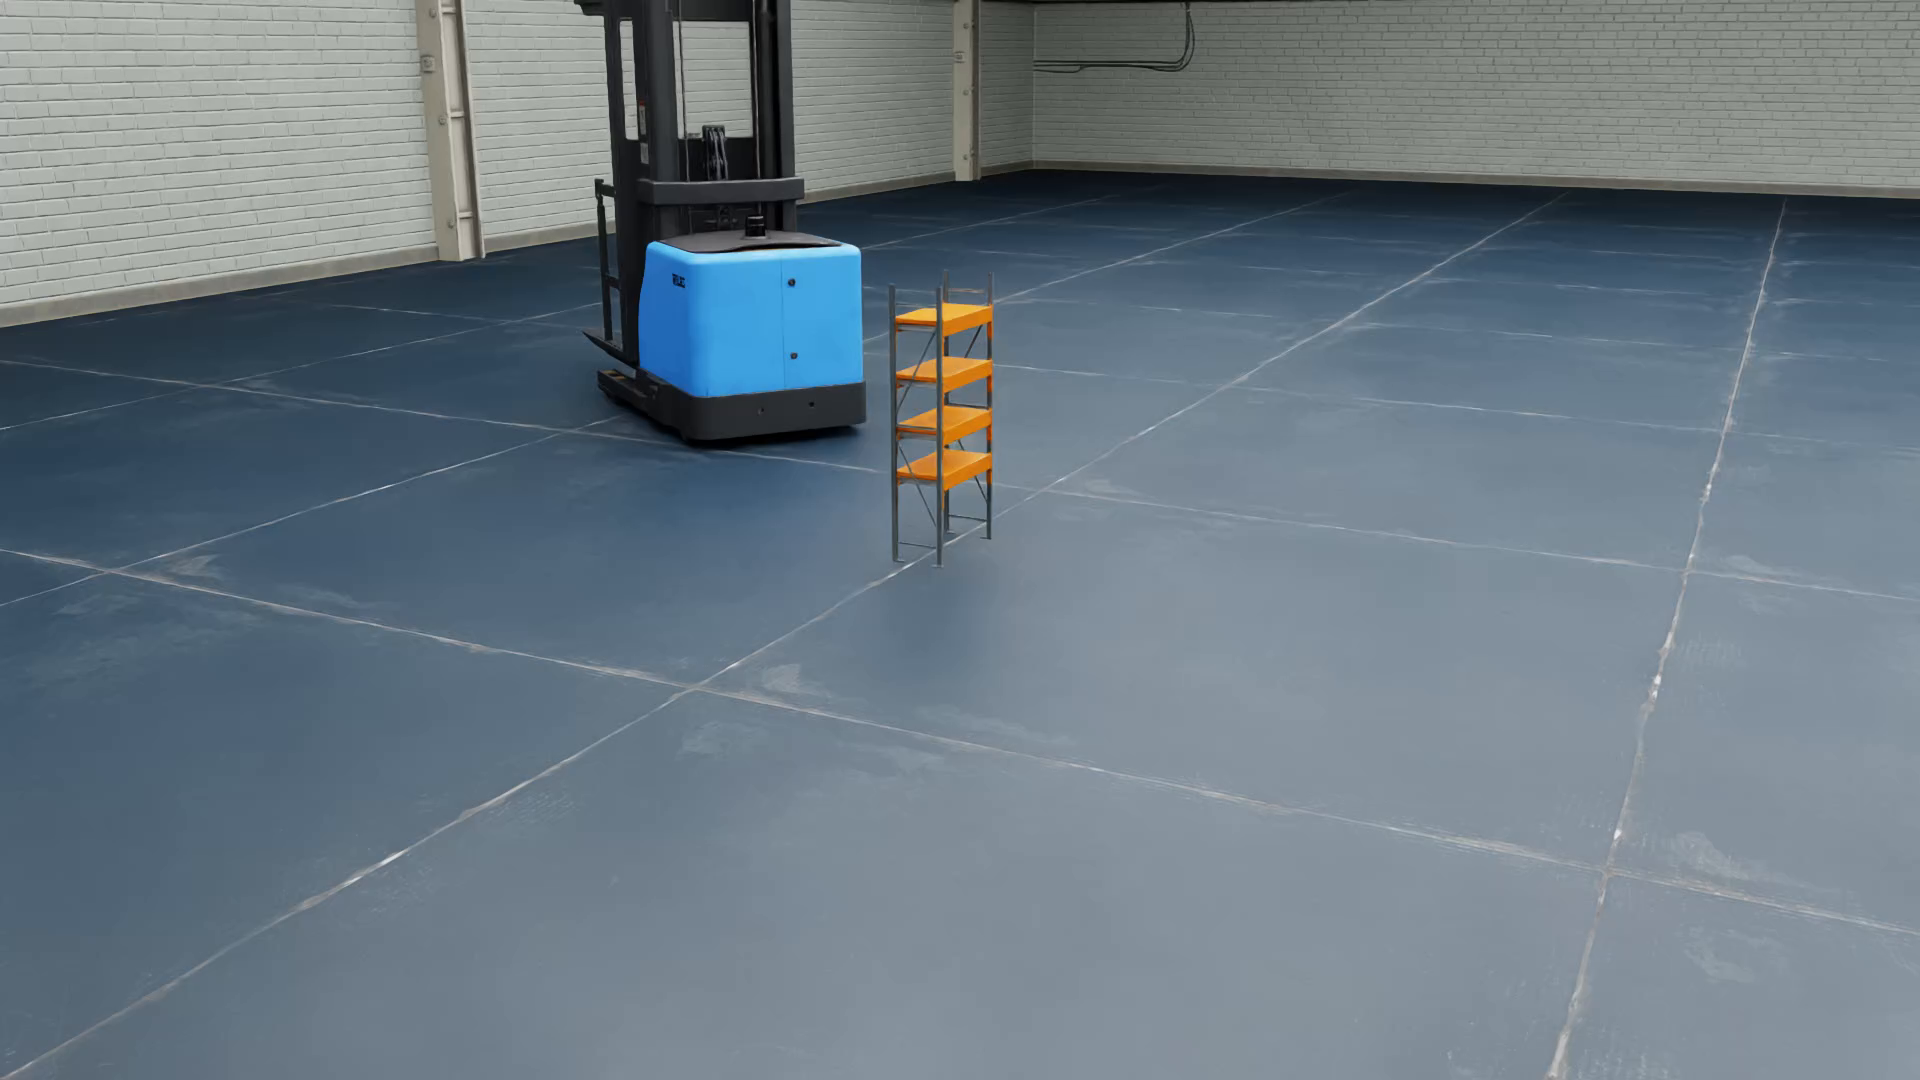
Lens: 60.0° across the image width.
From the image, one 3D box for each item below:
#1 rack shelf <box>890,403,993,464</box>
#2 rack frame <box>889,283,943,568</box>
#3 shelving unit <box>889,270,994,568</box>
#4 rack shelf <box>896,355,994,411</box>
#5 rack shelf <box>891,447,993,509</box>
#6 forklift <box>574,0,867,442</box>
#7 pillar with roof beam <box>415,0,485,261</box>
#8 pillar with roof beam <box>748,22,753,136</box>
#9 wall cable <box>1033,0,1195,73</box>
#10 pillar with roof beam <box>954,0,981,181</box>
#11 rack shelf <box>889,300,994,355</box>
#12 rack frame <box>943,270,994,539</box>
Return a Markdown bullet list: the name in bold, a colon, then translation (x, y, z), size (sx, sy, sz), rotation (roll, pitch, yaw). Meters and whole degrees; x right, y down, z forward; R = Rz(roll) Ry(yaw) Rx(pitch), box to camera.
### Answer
- **rack shelf**: translation (-0.074, -0.469, 7.231), size (0.258, 0.148, 0.480), rotation (8, 18, 25)
- **rack frame**: translation (-0.183, -0.471, 7.002), size (0.240, 1.200, 0.015), rotation (8, 18, 25)
- **shelving unit**: translation (-0.074, -0.533, 7.212), size (0.258, 1.200, 0.503), rotation (8, 18, 25)
- **rack shelf**: translation (-0.074, -0.683, 7.167), size (0.258, 0.148, 0.480), rotation (8, 18, 25)
- **rack shelf**: translation (-0.074, -0.278, 7.287), size (0.258, 0.148, 0.480), rotation (8, 18, 25)
- **forklift**: translation (-1.661, -2.324, 10.202), size (1.130, 2.935, 3.031), rotation (-8, 18, -26)
- **pillar with roof beam**: translation (-1.391, -6.727, 14.369), size (9.100, 9.000, 0.400), rotation (8, 18, 25)
- **pillar with roof beam**: translation (1.290, -8.256, 19.515), size (9.100, 9.000, 0.400), rotation (8, 18, 25)
- **wall cable**: translation (2.619, -9.425, 28.906), size (3.097, 2.526, 0.112), rotation (8, 18, 25)
- **pillar with roof beam**: translation (3.971, -9.784, 24.660), size (9.100, 9.000, 0.400), rotation (8, 18, 25)
- **rack shelf**: translation (-0.074, -0.910, 7.100), size (0.258, 0.148, 0.480), rotation (8, 18, 25)
- **rack frame**: translation (0.035, -0.595, 7.421), size (0.240, 1.200, 0.015), rotation (8, 18, 25)
